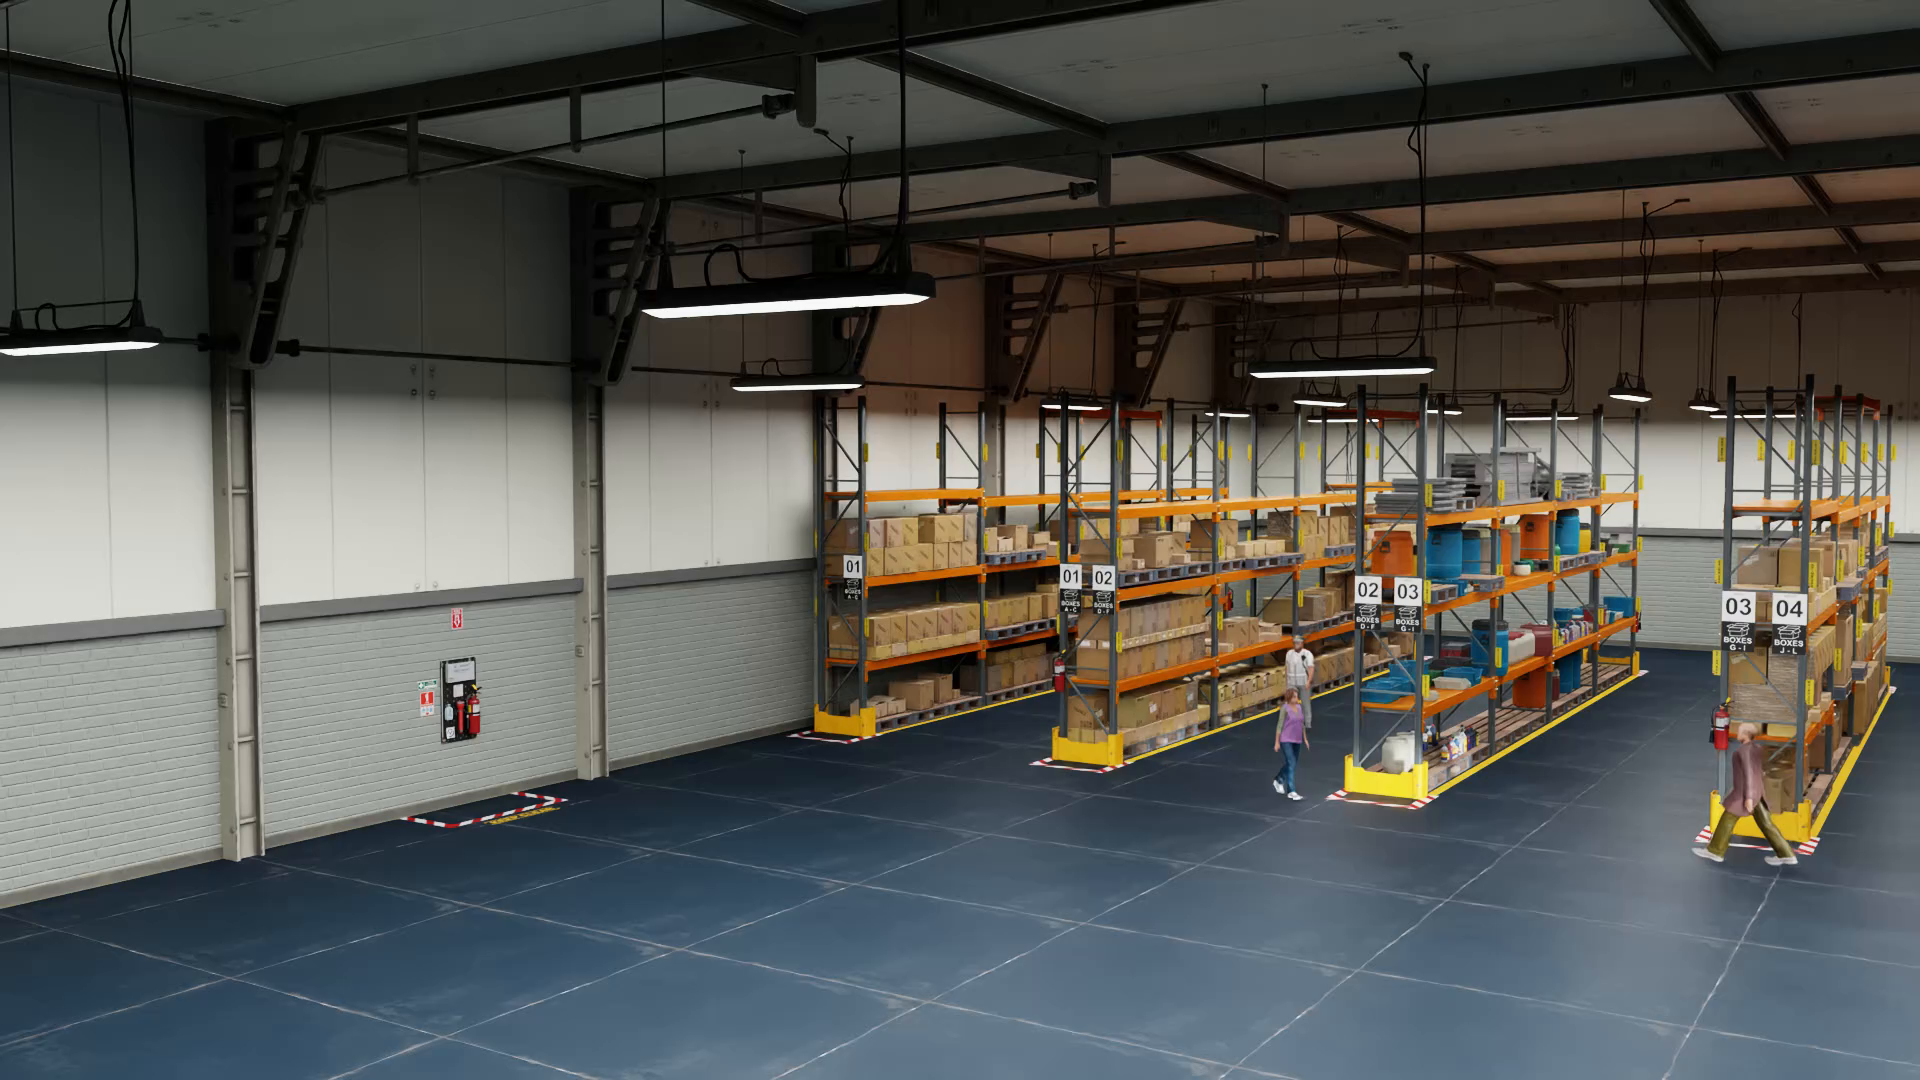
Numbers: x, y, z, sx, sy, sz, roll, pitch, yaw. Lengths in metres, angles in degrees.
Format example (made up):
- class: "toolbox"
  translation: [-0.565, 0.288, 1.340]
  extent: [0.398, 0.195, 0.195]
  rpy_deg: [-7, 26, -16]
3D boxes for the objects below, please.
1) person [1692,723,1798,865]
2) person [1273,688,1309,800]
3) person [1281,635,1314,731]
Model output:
- class: "person"
  translation: [9.527, 3.071, 20.143]
  extent: [1.163, 1.723, 0.581]
  rpy_deg: [3, 4, 45]
- class: "person"
  translation: [4.804, 2.955, 24.240]
  extent: [0.458, 1.608, 0.721]
  rpy_deg: [-2, 4, -34]
- class: "person"
  translation: [6.051, 2.555, 29.763]
  extent: [0.562, 1.716, 1.035]
  rpy_deg: [2, 3, 27]
